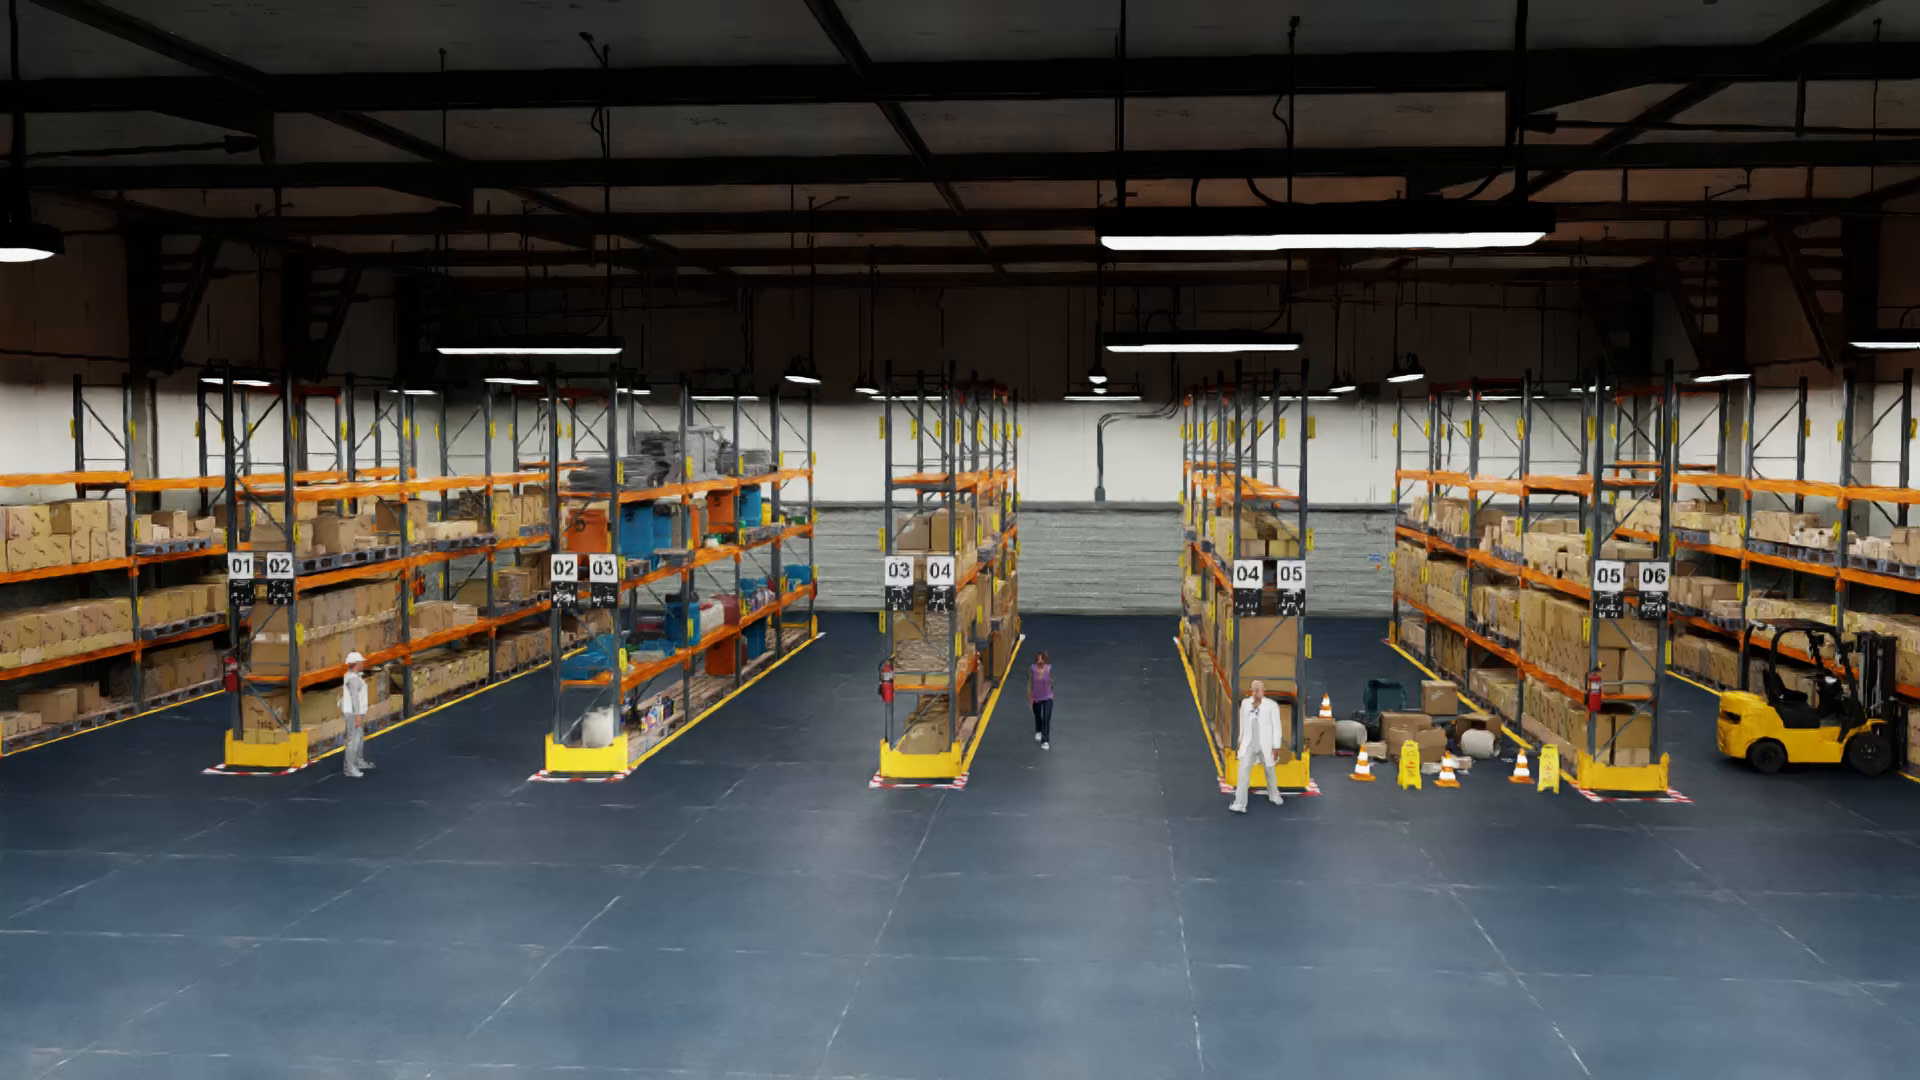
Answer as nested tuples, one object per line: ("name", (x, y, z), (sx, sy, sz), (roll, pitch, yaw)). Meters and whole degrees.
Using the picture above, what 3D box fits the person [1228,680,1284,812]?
("person", (3.939, 2.702, 21.959), (0.626, 1.736, 1.043), (2, 4, 27))

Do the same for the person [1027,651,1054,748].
("person", (1.277, 2.495, 26.371), (0.417, 1.517, 1.037), (1, 4, 8))

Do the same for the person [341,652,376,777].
("person", (-8.751, 2.510, 24.190), (0.463, 1.777, 0.598), (-2, 4, -22))
